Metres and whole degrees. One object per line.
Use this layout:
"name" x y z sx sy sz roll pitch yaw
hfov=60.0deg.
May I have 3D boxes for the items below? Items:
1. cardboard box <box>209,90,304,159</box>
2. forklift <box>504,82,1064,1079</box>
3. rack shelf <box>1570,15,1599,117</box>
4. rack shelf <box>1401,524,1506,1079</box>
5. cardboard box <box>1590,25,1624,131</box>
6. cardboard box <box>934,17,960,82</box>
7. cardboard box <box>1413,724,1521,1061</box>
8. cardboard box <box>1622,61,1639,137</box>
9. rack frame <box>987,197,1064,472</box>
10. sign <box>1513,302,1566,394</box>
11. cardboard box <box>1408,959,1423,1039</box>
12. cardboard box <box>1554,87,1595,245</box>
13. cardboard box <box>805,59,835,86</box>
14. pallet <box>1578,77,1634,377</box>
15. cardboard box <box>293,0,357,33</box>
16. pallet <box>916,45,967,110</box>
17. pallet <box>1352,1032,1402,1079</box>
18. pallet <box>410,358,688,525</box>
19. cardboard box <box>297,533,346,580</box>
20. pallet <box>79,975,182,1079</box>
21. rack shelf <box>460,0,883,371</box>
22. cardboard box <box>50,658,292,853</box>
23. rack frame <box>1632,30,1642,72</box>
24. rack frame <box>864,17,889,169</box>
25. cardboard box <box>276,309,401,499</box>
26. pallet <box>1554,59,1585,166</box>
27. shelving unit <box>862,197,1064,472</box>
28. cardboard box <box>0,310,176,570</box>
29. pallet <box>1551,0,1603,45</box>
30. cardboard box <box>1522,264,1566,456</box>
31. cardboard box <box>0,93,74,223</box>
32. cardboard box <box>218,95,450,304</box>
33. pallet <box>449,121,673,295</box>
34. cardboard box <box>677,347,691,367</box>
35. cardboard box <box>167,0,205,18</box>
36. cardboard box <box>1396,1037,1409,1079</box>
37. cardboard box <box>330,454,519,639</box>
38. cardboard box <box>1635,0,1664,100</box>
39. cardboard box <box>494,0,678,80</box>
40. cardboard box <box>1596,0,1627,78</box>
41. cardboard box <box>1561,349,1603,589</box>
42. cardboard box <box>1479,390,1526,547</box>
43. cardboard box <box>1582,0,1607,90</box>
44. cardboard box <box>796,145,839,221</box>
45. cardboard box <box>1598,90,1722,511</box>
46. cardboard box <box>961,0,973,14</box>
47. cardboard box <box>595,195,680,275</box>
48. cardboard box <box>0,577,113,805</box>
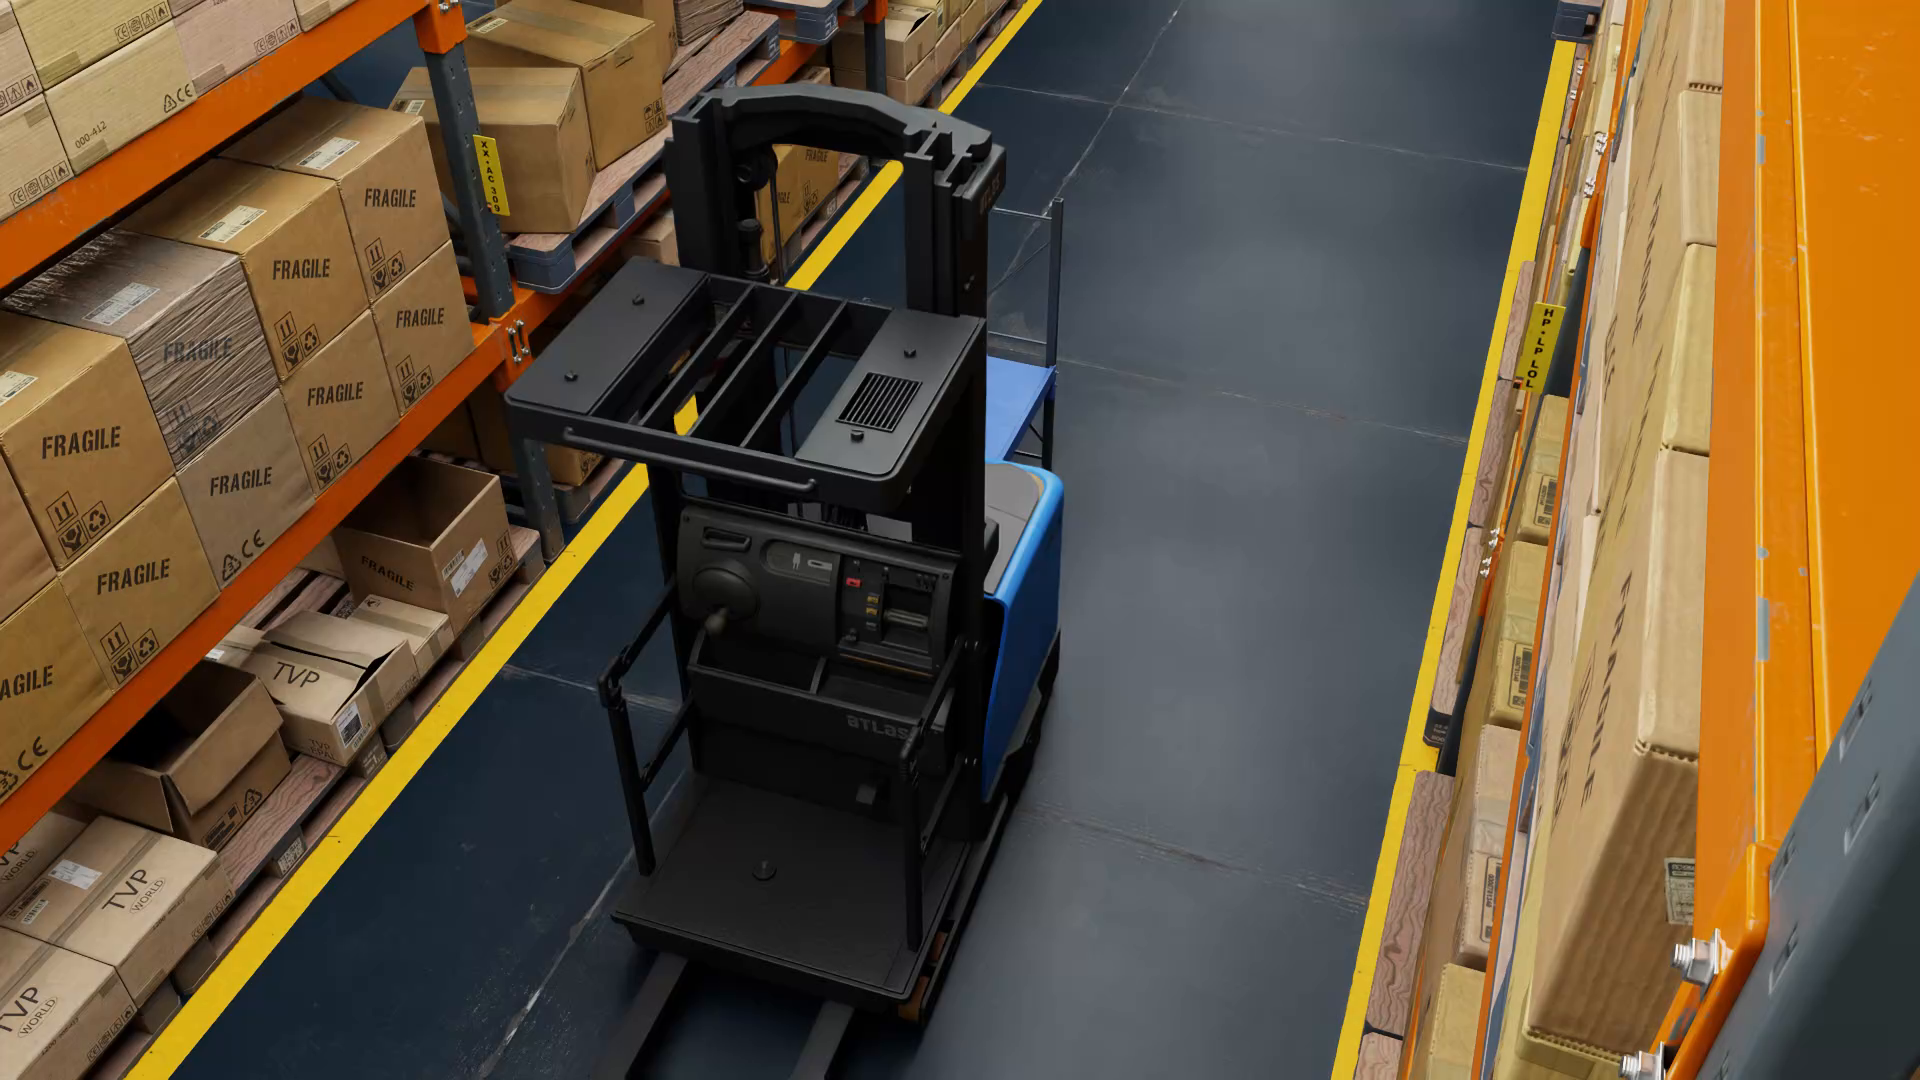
"cardboard box" -2.731 -1.371 6.153 0.500 0.500 0.500 14 43 16
"forklift" -0.536 0.248 5.154 1.130 2.935 3.031 12 42 14
"rack shelf" 4.403 -3.467 10.010 1.077 0.370 4.000 13 42 15
"rack shelf" 1.667 1.413 4.291 1.077 0.370 4.000 13 42 15
"cardboard box" 2.802 -1.798 6.601 0.500 0.250 0.500 12 42 14
"cardboard box" -0.311 -3.292 11.046 0.500 0.250 0.500 12 42 14
"cardboard box" 1.656 1.022 3.963 0.980 0.700 0.700 11 42 13
"cardboard box" 1.867 -1.000 3.968 0.500 0.250 0.500 13 42 15
"rack frame" 0.203 -0.933 7.641 0.500 1.500 0.032 13 42 15
"sign" 1.838 -0.606 5.271 0.100 0.325 0.005 13 42 15
"cardboard box" 1.532 1.384 4.873 0.380 0.149 0.250 12 42 14
"cardboard box" 2.783 -1.501 6.830 0.500 0.500 0.500 14 43 16
"cardboard box" -0.987 -3.106 10.828 0.500 0.250 0.500 14 42 16
"pallet" 2.061 -0.691 3.960 1.003 0.211 1.213 13 42 15
"cardboard box" -2.222 -1.906 5.431 0.500 0.250 0.500 13 42 15
"pallet" -0.619 -3.050 11.116 1.003 0.211 1.213 13 42 15
"pallet" 1.602 2.173 4.994 1.003 0.211 1.213 13 42 15
"pallet" -2.063 -0.622 8.270 1.003 0.211 1.213 13 42 15
"cardboard box" -2.652 -0.114 7.259 0.500 0.311 0.500 13 42 15
"pallet" -3.376 1.790 5.443 1.003 0.211 1.213 13 42 15
"rack shelf" -1.622 -2.124 8.436 1.077 0.370 4.000 13 42 15
"cardboard box" -2.943 0.751 6.096 0.797 0.503 0.637 13 42 15
"rack frame" 2.351 -2.363 3.540 1.000 3.000 0.127 13 42 15
"rack frame" -0.938 -3.618 9.633 1.000 3.000 0.127 13 42 15
"cardboard box" -2.410 -0.539 5.948 0.500 0.500 0.500 14 43 16
"pallet" 4.406 -2.677 10.679 1.003 0.211 1.213 13 42 15
"shelving unit" 0.029 -0.623 7.278 0.538 1.500 1.048 13 42 15
"cardboard box" -2.753 -0.303 4.901 0.500 0.500 0.500 13 42 15
"pallet" 3.862 -2.906 8.946 1.213 0.211 1.003 13 42 15
"cardboard box" 2.272 -0.577 5.747 0.500 0.500 0.500 13 42 14
"cardboard box" -2.741 -0.993 4.361 0.500 0.250 0.500 13 42 15
"cardboard box" -2.235 -1.230 5.987 0.500 0.500 0.500 14 42 15
"pallet" -1.930 -1.568 7.378 1.003 0.211 1.213 13 42 15
"cardboard box" -1.561 -1.266 8.464 0.500 0.500 0.500 14 42 16
"cardboard box" -2.391 -1.791 4.911 0.500 0.250 0.500 13 42 15
"cardboard box" 1.646 1.762 4.930 0.700 0.500 0.500 14 42 16
"cardboard box" -2.234 0.016 6.961 0.500 0.500 0.500 13 42 15
"cardboard box" 1.844 -1.275 3.713 0.500 0.500 0.500 13 42 15
"cardboard box" -1.759 -2.467 7.883 0.700 0.500 0.500 3 41 4
"cardboard box" 2.971 -2.111 6.967 0.500 0.250 0.500 14 42 15
"cardboard box" 1.334 -0.065 2.872 0.500 0.250 0.500 12 42 14
"cardboard box" 2.752 -0.391 7.183 0.750 0.750 0.750 15 43 16
"cardboard box" 3.312 -2.440 7.931 0.500 0.500 0.500 14 43 16
"cardboard box" -1.037 -2.211 9.572 0.500 0.500 0.500 15 43 17
"cardboard box" 1.329 -0.338 2.615 0.500 0.500 0.500 12 42 13
"cardboard box" -0.134 -3.832 11.247 0.500 0.311 0.500 12 42 14
"cardboard box" -1.569 -1.530 8.196 0.500 0.250 0.500 13 42 15
"cardboard box" -2.928 0.390 4.858 0.500 0.500 0.500 13 42 15
